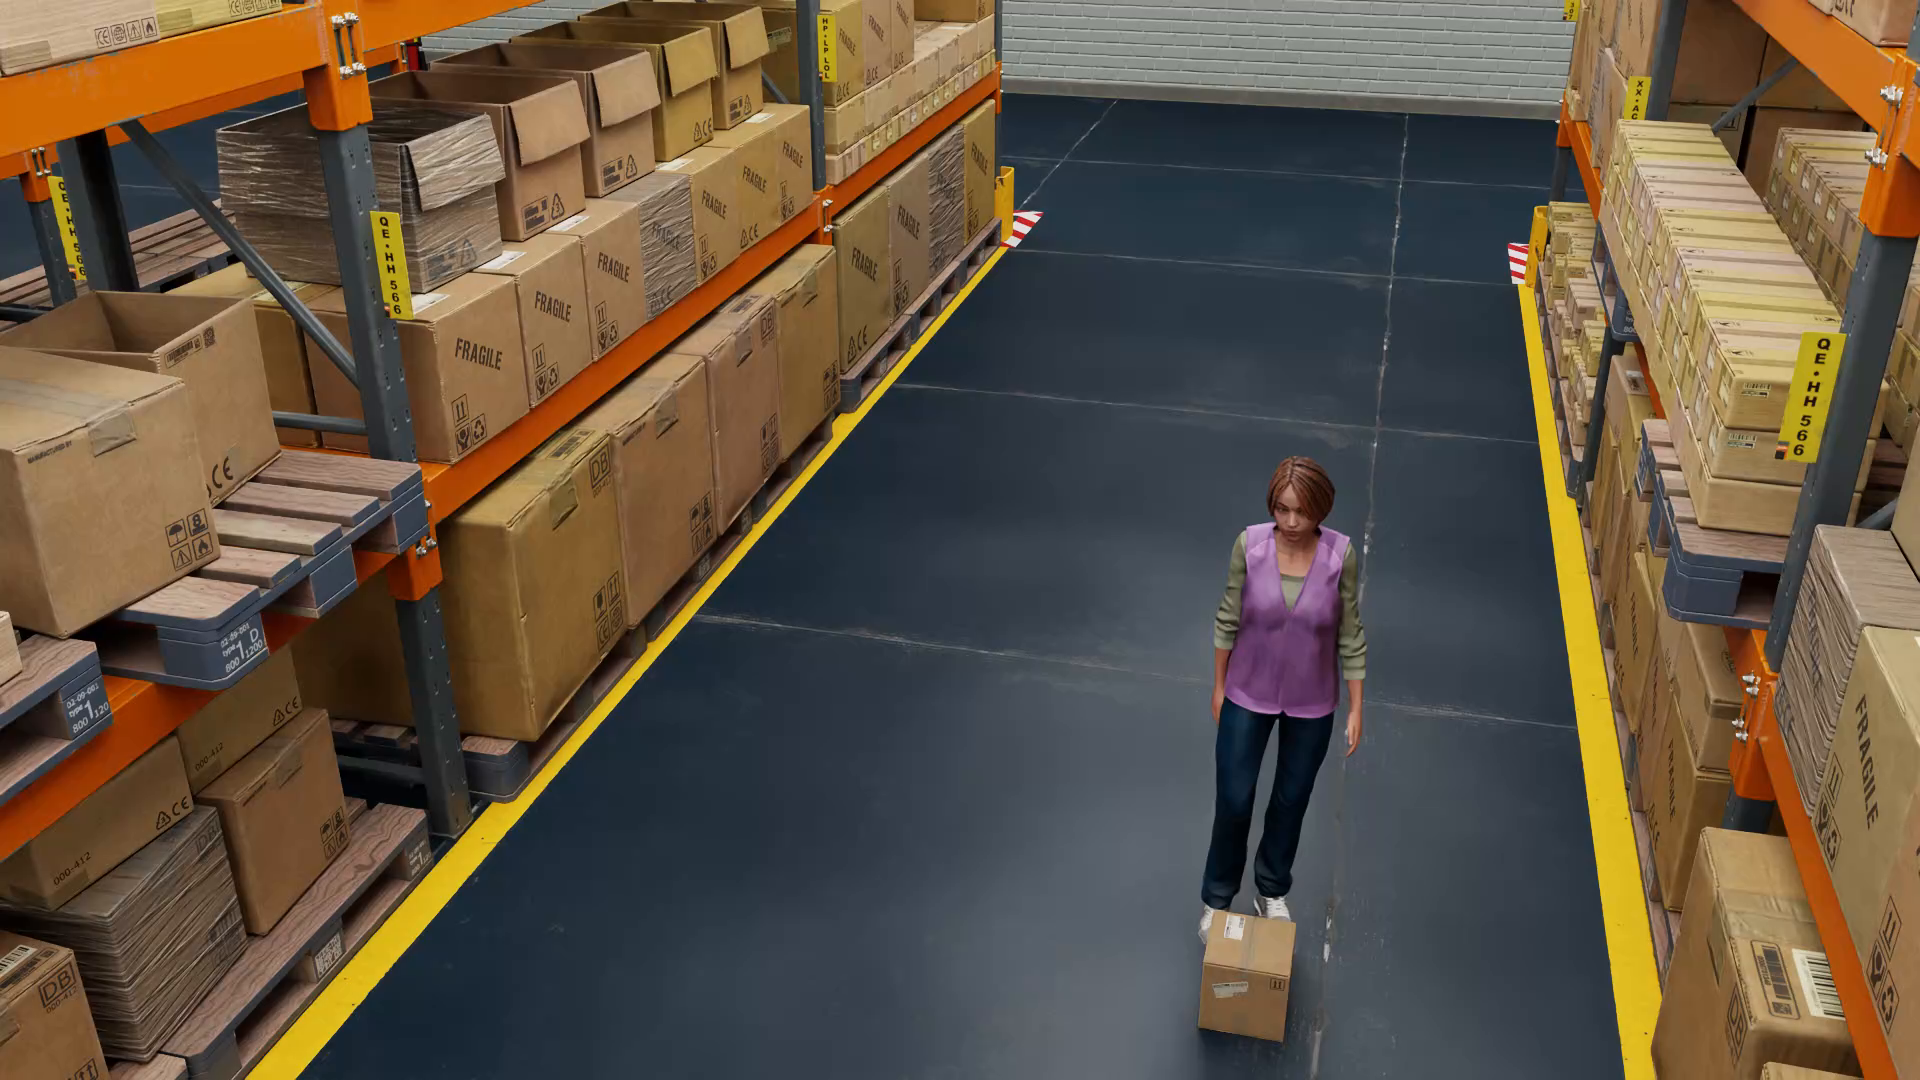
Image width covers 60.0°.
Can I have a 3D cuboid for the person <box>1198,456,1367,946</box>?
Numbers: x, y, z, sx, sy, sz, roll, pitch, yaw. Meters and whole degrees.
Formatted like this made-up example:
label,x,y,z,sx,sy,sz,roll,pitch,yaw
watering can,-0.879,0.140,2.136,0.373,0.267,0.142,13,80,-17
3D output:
label,x,y,z,sx,sy,sz,roll,pitch,yaw
person,0.990,0.527,5.067,0.453,1.648,0.370,3,26,7
